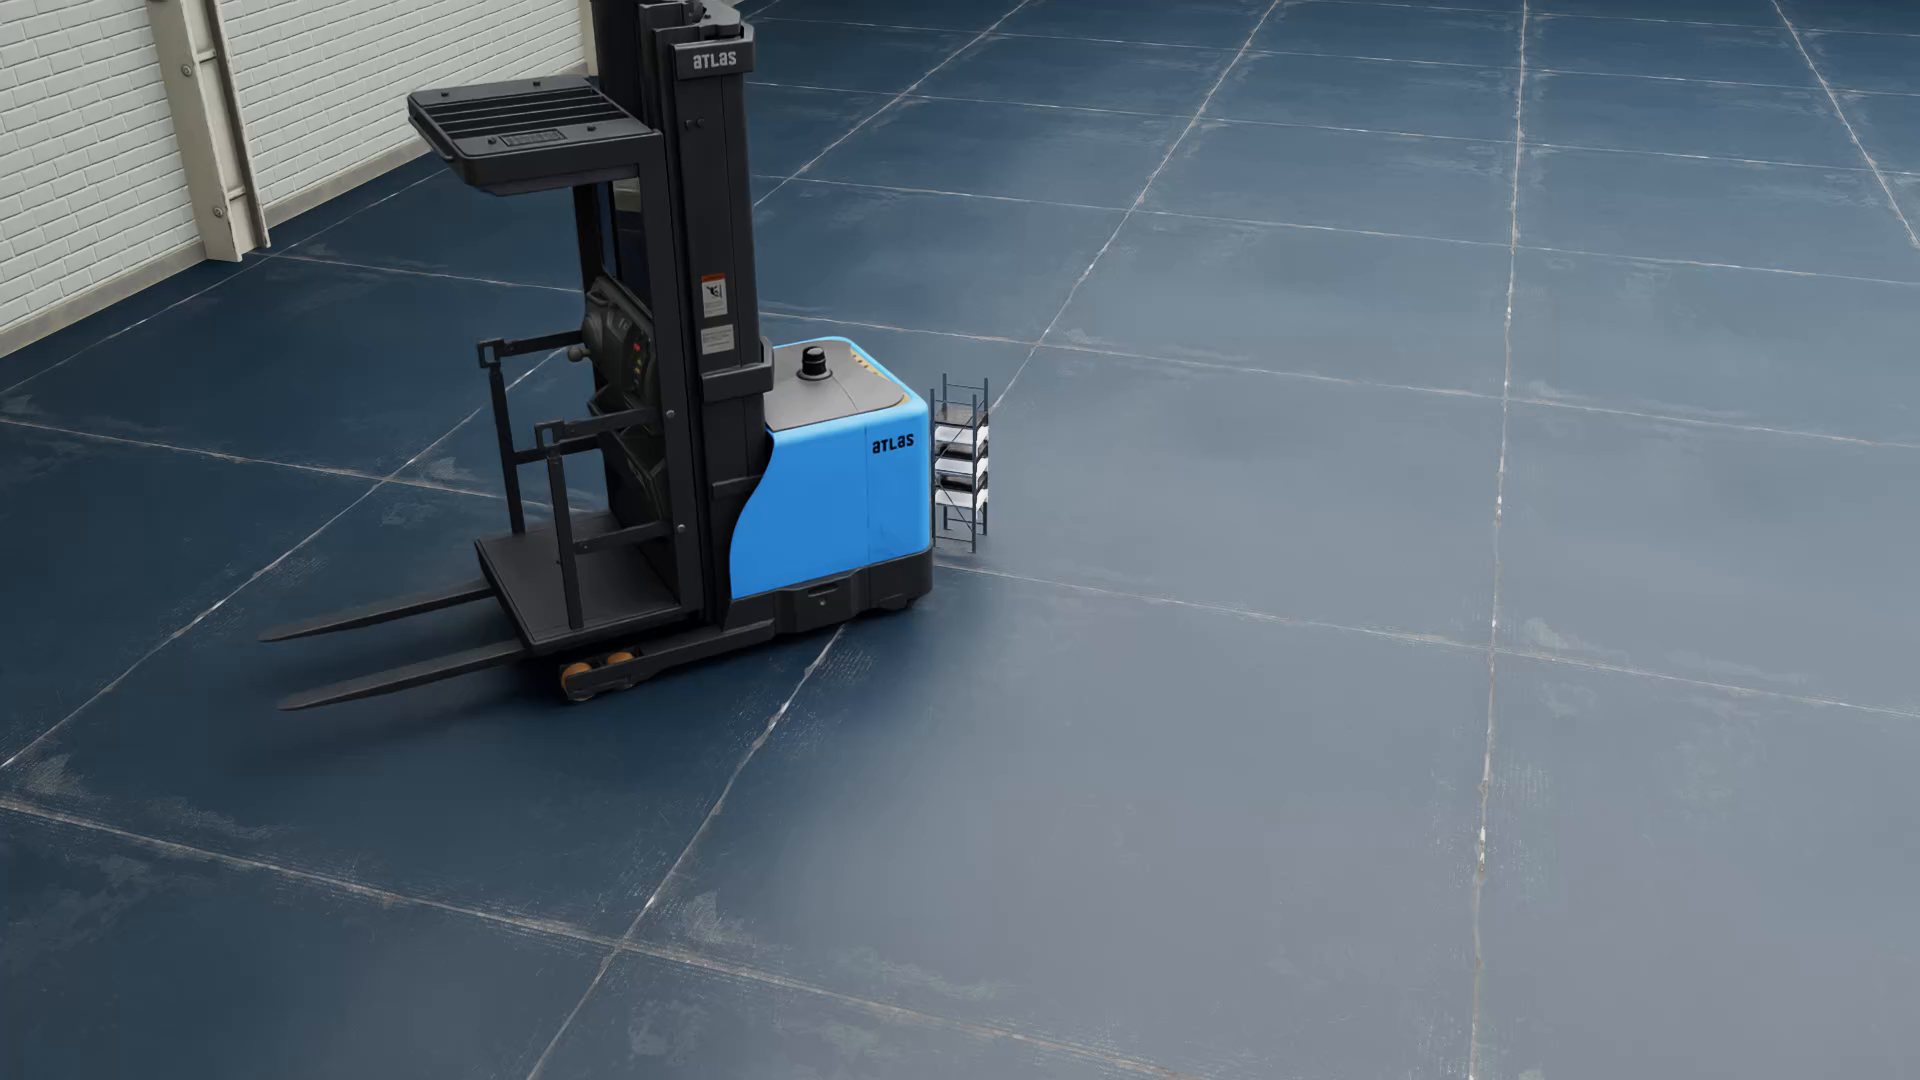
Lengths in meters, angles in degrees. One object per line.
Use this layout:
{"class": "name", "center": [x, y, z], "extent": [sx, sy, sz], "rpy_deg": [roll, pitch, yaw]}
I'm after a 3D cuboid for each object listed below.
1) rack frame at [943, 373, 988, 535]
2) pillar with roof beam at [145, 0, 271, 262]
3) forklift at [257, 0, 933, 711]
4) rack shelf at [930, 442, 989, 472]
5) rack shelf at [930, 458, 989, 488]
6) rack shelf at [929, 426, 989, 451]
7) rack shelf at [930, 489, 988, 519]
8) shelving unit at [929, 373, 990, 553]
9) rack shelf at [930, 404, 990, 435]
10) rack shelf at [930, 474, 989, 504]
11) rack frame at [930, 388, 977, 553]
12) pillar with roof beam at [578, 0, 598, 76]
{"class": "rack frame", "center": [0.027, -0.437, 8.609], "extent": [0.240, 0.900, 0.006], "rpy_deg": [8, 30, 15]}
{"class": "pillar with roof beam", "center": [-1.405, -5.522, 9.420], "extent": [9.100, 9.000, 0.400], "rpy_deg": [8, 30, 15]}
{"class": "forklift", "center": [-1.681, -0.854, 7.270], "extent": [3.031, 2.935, 1.130], "rpy_deg": [-14, 32, -24]}
{"class": "rack shelf", "center": [-0.002, -0.439, 8.497], "extent": [0.258, 0.077, 0.200], "rpy_deg": [8, 30, 15]}
{"class": "rack shelf", "center": [-0.002, -0.360, 8.541], "extent": [0.258, 0.077, 0.200], "rpy_deg": [8, 30, 15]}
{"class": "rack shelf", "center": [-0.002, -0.518, 8.453], "extent": [0.258, 0.077, 0.200], "rpy_deg": [8, 30, 15]}
{"class": "rack shelf", "center": [-0.002, -0.203, 8.628], "extent": [0.258, 0.077, 0.200], "rpy_deg": [8, 30, 15]}
{"class": "shelving unit", "center": [-0.002, -0.389, 8.524], "extent": [0.258, 0.900, 0.210], "rpy_deg": [8, 30, 15]}
{"class": "rack shelf", "center": [-0.002, -0.596, 8.409], "extent": [0.258, 0.077, 0.200], "rpy_deg": [8, 30, 15]}
{"class": "rack shelf", "center": [-0.002, -0.282, 8.584], "extent": [0.258, 0.077, 0.200], "rpy_deg": [8, 30, 15]}
{"class": "rack frame", "center": [-0.032, -0.342, 8.440], "extent": [0.240, 0.900, 0.006], "rpy_deg": [8, 30, 15]}
{"class": "pillar with roof beam", "center": [0.356, -8.311, 14.433], "extent": [9.100, 9.000, 0.400], "rpy_deg": [8, 30, 15]}
